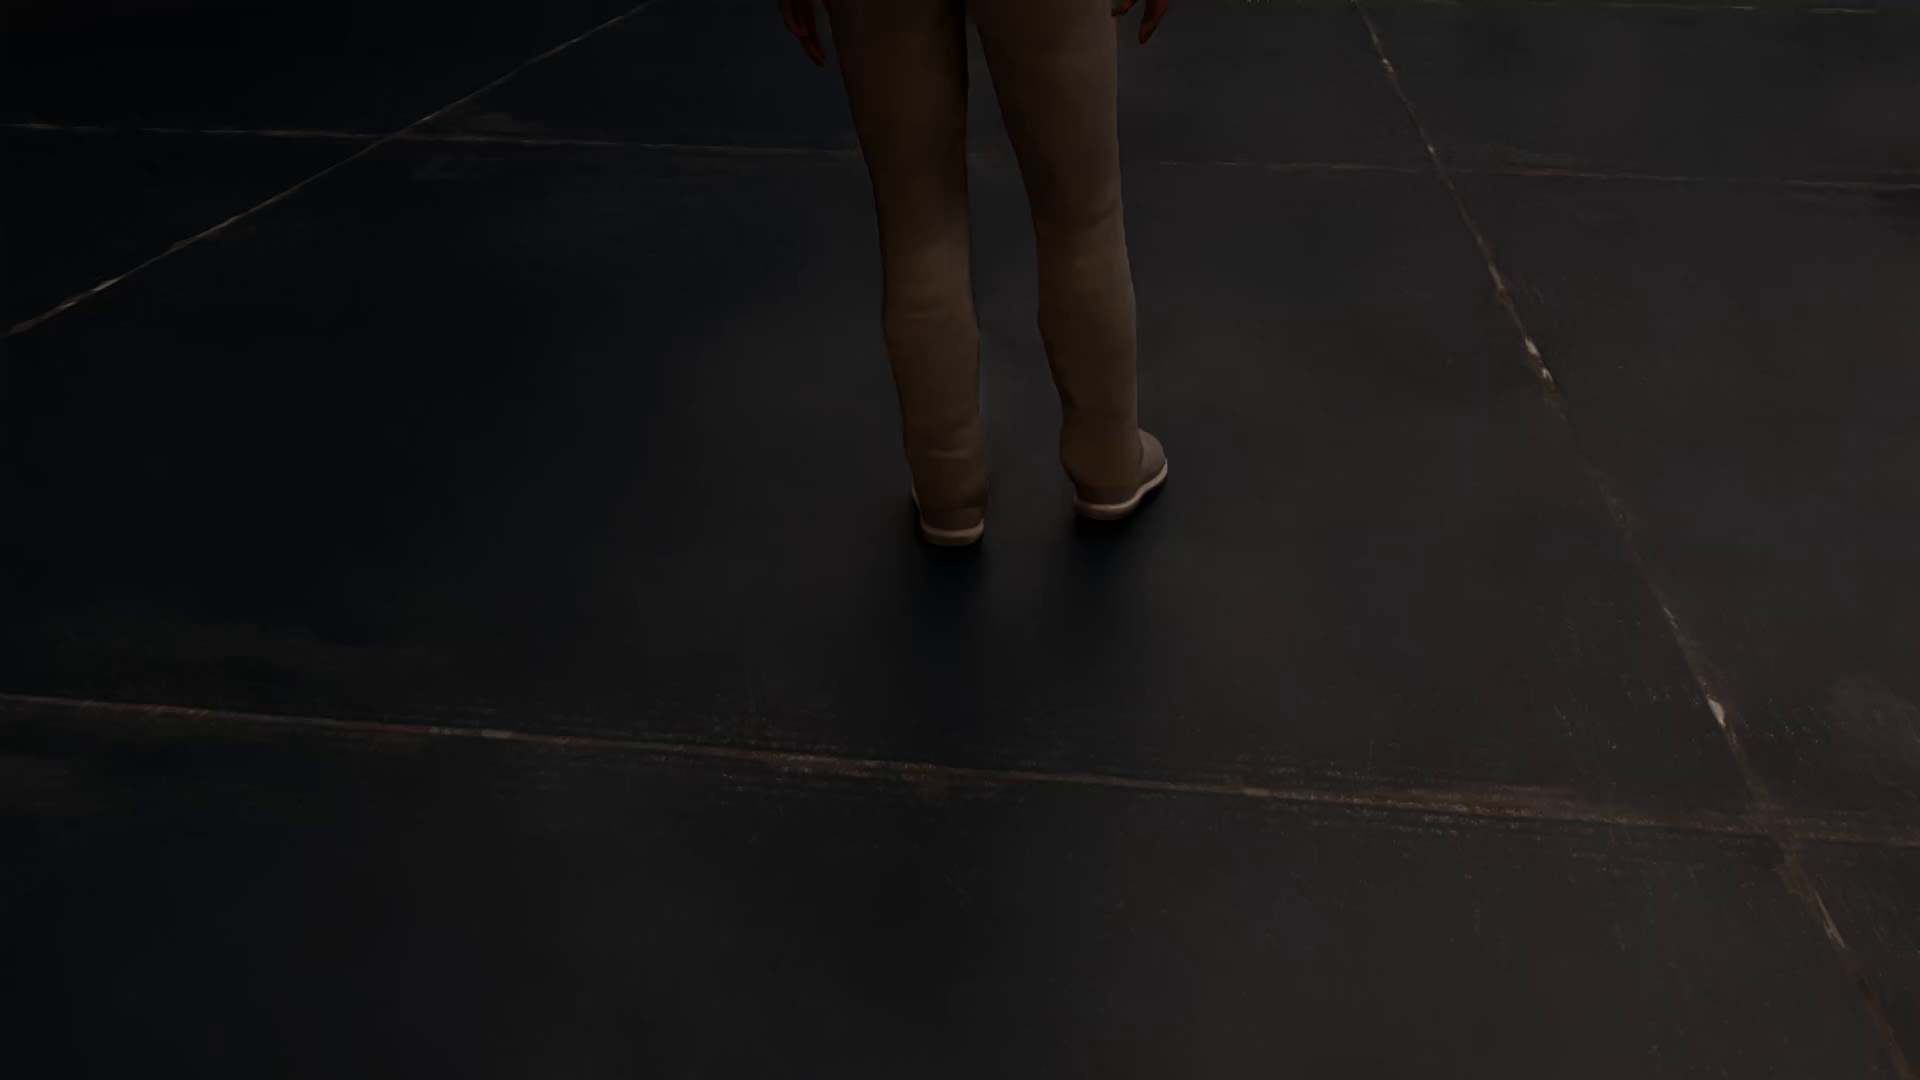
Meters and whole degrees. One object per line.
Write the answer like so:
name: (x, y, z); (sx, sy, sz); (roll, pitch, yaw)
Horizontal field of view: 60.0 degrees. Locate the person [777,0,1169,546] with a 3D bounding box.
person: (0.029, -0.797, 2.183); (0.570, 1.695, 0.529); (3, 27, 7)
